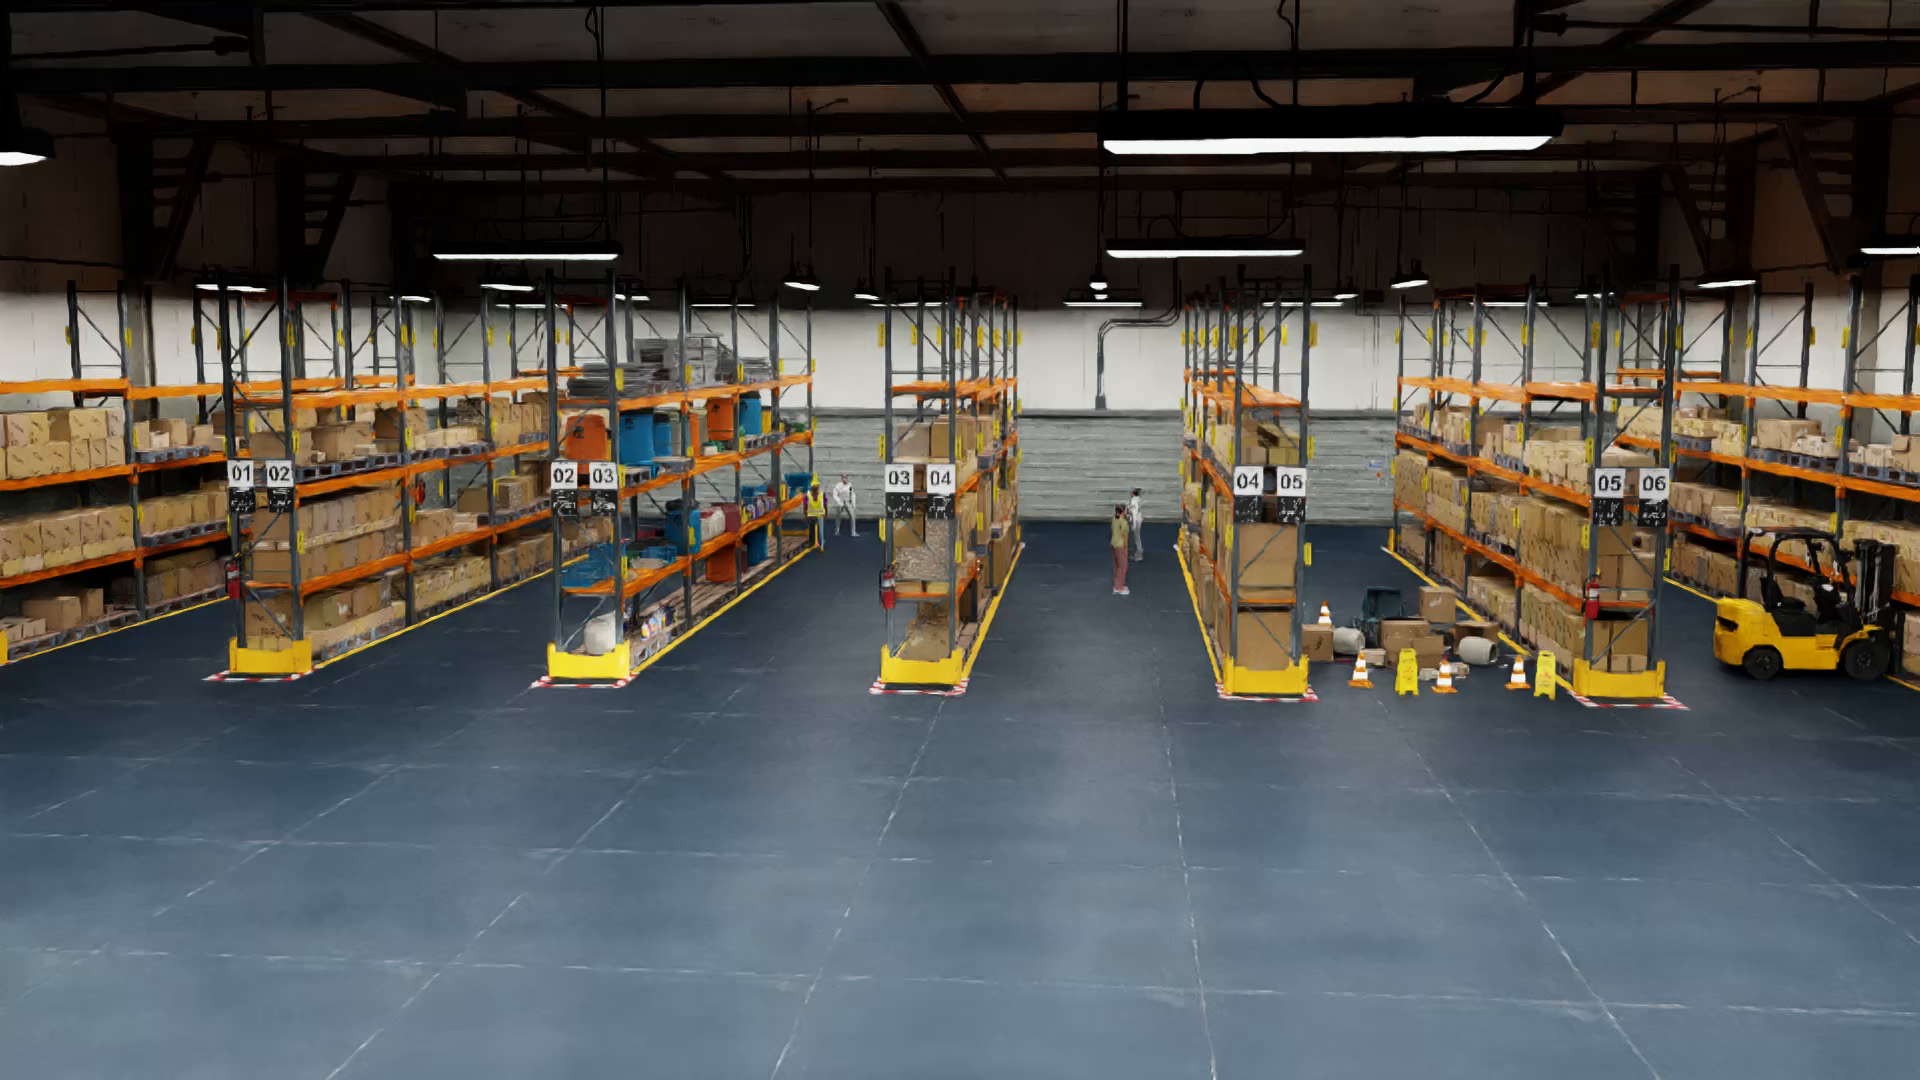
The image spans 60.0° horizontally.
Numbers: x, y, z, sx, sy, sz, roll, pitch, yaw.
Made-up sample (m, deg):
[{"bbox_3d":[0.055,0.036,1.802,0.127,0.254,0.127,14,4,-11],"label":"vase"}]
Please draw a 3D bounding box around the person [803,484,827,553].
[{"bbox_3d":[-3.395,-0.558,38.910,0.569,1.671,1.034,0,7,-4],"label":"person"}]

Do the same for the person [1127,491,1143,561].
[{"bbox_3d":[3.955,-0.378,37.476,0.372,1.656,0.578,2,7,13],"label":"person"}]

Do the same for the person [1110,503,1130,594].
[{"bbox_3d":[3.011,0.199,30.867,0.456,1.560,0.542,-3,8,-25],"label":"person"}]

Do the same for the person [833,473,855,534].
[{"bbox_3d":[-2.937,-0.941,42.031,0.599,1.542,0.796,-1,7,-12],"label":"person"}]

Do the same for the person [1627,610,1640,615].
[{"bbox_3d":[11.459,0.803,28.260,0.361,1.391,0.502,-3,7,-20],"label":"person"}]
